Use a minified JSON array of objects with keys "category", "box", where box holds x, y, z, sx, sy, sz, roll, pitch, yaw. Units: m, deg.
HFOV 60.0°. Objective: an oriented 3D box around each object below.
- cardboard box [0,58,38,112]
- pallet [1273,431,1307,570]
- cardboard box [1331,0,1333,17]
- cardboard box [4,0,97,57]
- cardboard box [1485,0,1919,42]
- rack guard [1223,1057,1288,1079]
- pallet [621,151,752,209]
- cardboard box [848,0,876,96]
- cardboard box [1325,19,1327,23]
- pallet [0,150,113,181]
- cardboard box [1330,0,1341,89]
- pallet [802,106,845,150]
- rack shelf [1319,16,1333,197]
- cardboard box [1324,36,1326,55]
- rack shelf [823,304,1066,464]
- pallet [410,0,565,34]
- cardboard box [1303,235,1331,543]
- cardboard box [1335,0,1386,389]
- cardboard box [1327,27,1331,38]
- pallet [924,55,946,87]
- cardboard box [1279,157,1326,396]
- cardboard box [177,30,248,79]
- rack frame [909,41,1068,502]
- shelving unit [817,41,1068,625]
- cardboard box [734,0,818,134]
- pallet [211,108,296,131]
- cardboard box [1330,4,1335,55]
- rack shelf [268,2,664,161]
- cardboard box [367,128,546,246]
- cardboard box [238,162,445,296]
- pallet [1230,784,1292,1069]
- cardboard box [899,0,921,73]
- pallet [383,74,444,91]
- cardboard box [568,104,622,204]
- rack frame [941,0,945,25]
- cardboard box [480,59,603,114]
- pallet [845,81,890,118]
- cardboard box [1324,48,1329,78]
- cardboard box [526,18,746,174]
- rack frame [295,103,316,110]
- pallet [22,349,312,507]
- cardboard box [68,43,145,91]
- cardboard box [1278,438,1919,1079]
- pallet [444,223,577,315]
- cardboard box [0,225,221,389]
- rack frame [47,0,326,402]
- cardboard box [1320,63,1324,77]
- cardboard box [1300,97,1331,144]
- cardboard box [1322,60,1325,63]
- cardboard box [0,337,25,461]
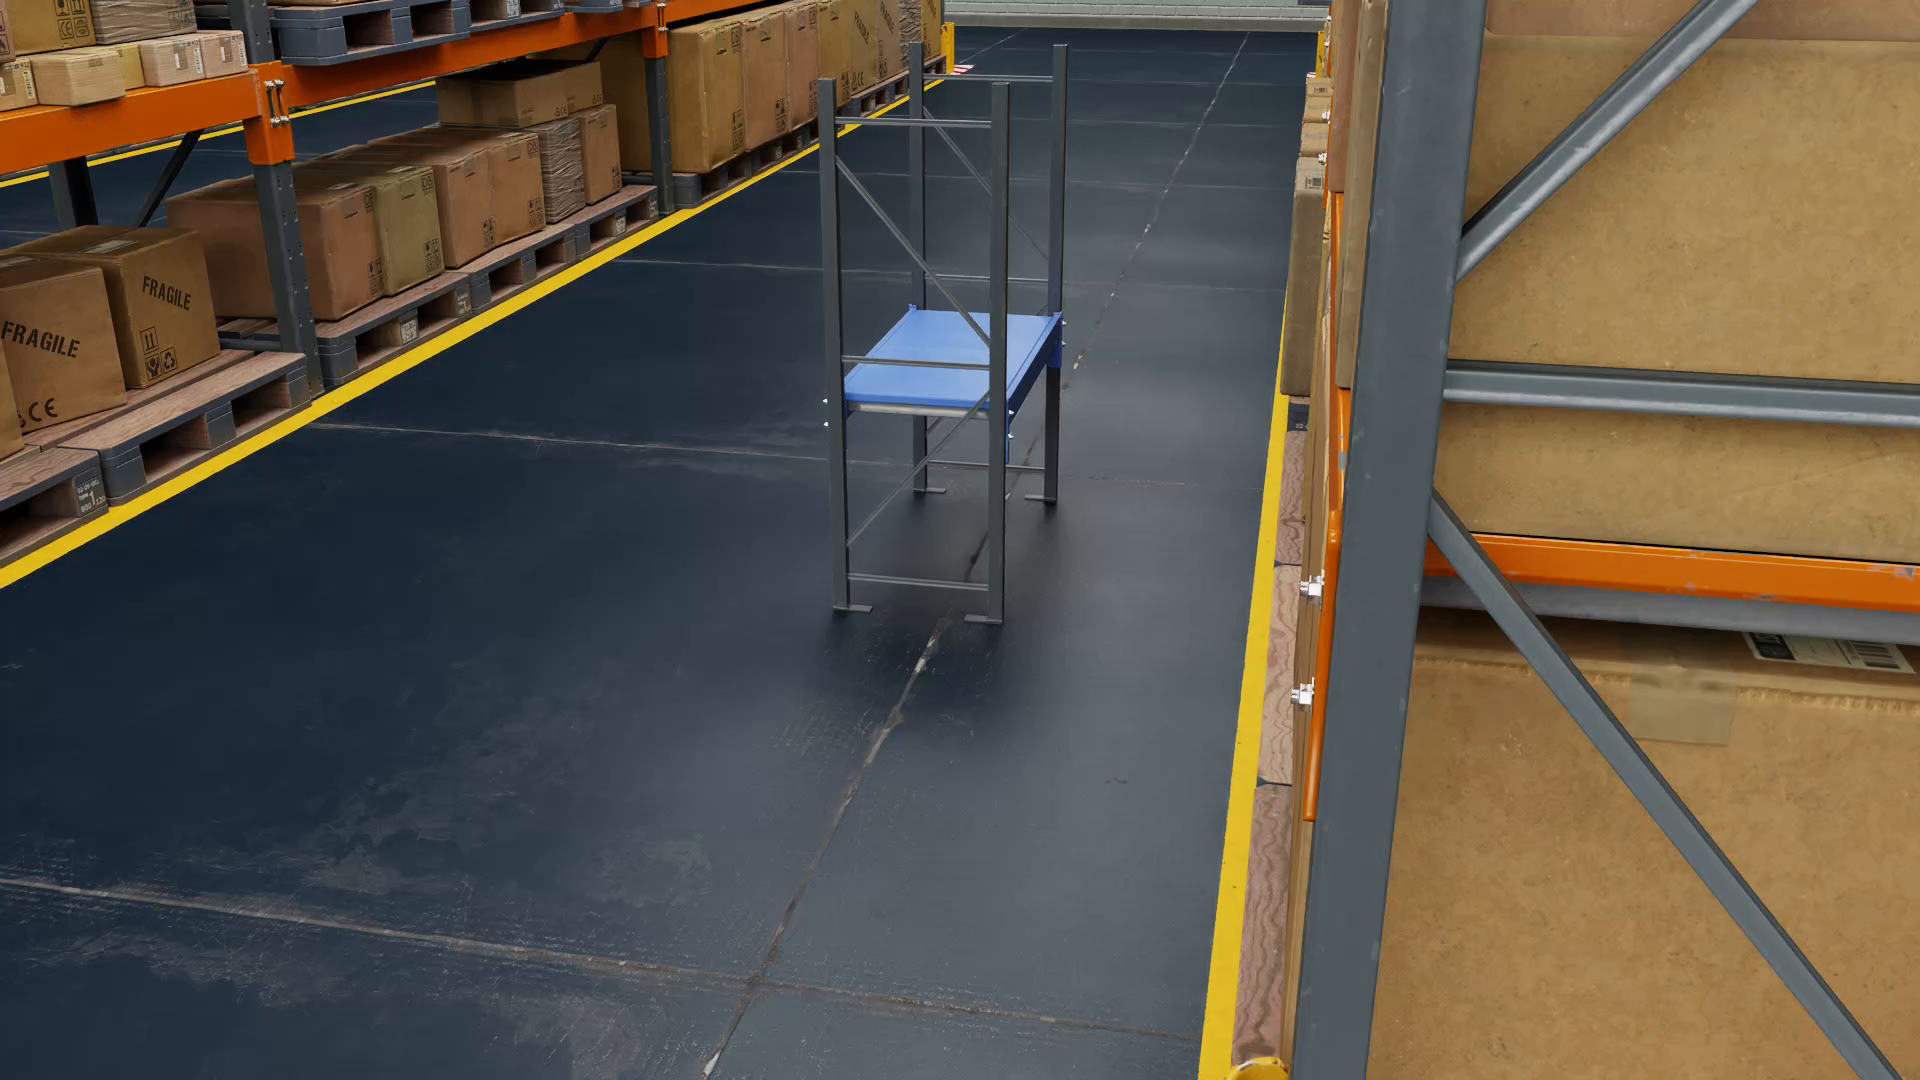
[{"category":"cardboard box","box":[-3.161,-1.430,5.226,0.380,0.149,0.250,4,22,11]},{"category":"pallet","box":[1.491,-0.026,5.136,1.003,0.211,1.213,4,22,11]},{"category":"cardboard box","box":[2.082,-2.771,8.085,0.500,0.500,0.500,4,22,10]},{"category":"cardboard box","box":[-3.401,-1.851,5.402,0.875,0.500,0.500,4,22,11]},{"category":"cardboard box","box":[1.020,-0.832,1.758,0.875,0.550,0.550,4,22,11]},{"category":"rack guard","box":[0.901,1.040,2.103,1.175,0.500,0.348,4,22,11]},{"category":"pallet","box":[-2.062,-2.459,11.176,1.003,0.211,1.213,4,22,11]},{"category":"cardboard box","box":[-1.267,-4.377,14.488,0.875,0.875,0.875,4,22,11]},{"category":"cardboard box","box":[3.732,-4.963,16.119,0.380,0.149,0.250,3,22,8]},{"category":"pallet","box":[-7.025,-2.845,12.136,1.003,0.211,1.213,4,22,11]},{"category":"cardboard box","box":[1.567,-1.849,5.796,0.500,0.500,0.500,4,22,11]},{"category":"pallet","box":[-1.564,-3.351,13.392,1.003,0.211,1.213,4,22,11]},{"category":"rack shelf","box":[2.131,-1.989,7.241,1.077,0.370,4.000,4,22,11]},{"category":"cardboard box","box":[3.367,-4.298,14.469,0.380,0.149,0.250,4,22,9]},{"category":"rack shelf","box":[-0.017,-0.498,5.063,0.538,0.185,1.000,4,22,11]},{"category":"pallet","box":[-2.660,-2.654,8.184,1.003,0.211,1.213,4,22,11]},{"category":"cardboard box","box":[1.345,-0.246,4.232,0.875,0.875,0.875,5,22,11]},{"category":"cardboard box","box":[1.028,-0.540,2.479,0.875,0.550,0.550,4,22,11]},{"category":"cardboard box","box":[2.839,-3.456,11.698,0.500,0.250,0.500,5,22,12]},{"category":"pallet","box":[-0.751,-4.803,16.998,1.003,0.211,1.213,4,22,11]},{"category":"cardboard box","box":[1.761,-0.977,6.213,1.050,0.750,0.750,4,22,11]},{"category":"cardboard box","box":[-2.869,-1.789,6.117,0.380,0.149,0.250,4,22,11]},{"category":"rack frame","box":[0.086,-0.850,5.458,0.500,1.500,0.032,4,22,11]},{"category":"shelving unit","box":[-0.017,-0.664,4.996,0.538,1.500,1.048,4,22,11]},{"category":"cardboard box","box":[-1.773,-3.579,12.508,1.225,0.875,0.875,4,22,9]},{"category":"pallet","box":[-6.527,-3.738,14.351,1.003,0.211,1.213,4,22,11]},{"category":"cardboard box","box":[1.773,-2.219,6.714,0.500,0.500,0.500,5,22,11]},{"category":"rack shelf","box":[-2.704,-2.404,8.272,1.077,0.370,4.000,4,22,11]},{"category":"cardboard box","box":[-2.623,-1.856,8.704,0.700,0.500,0.500,6,23,15]},{"category":"cardboard box","box":[-2.850,-1.447,7.689,0.700,0.500,0.500,4,22,11]},{"category":"pallet","box":[0.993,0.866,2.920,1.003,0.211,1.213,4,22,11]},{"category":"cardboard box","box":[-0.902,-5.032,16.114,0.875,0.875,0.875,4,22,11]},{"category":"pallet","box":[-5.970,-4.736,16.830,1.003,0.211,1.213,4,22,11]},{"category":"cardboard box","box":[-2.414,-2.268,9.726,0.700,0.500,0.500,3,22,8]},{"category":"rack frame","box":[-0.664,-6.395,17.218,1.000,3.000,0.127,4,22,11]},{"category":"cardboard box","box":[-2.404,-2.615,9.584,0.500,0.250,0.500,5,23,13]},{"category":"pallet","box":[-1.248,-3.911,14.782,1.003,0.211,1.213,4,22,11]},{"category":"cardboard box","box":[2.514,-2.893,10.302,0.500,0.250,0.500,5,22,12]},{"category":"cardboard box","box":[-2.135,-2.930,10.895,1.225,0.875,0.875,3,22,8]},{"category":"rack frame","box":[-6.329,-5.310,14.523,1.000,3.000,0.127,4,22,11]},{"category":"pallet","box":[-3.215,-0.465,6.225,1.003,0.211,1.213,4,22,11]},{"category":"cardboard box","box":[-3.039,-1.612,5.676,0.380,0.149,0.250,4,22,11]},{"category":"cardboard box","box":[0.980,0.409,2.605,0.875,0.875,0.875,5,22,11]},{"category":"pallet","box":[-2.708,-1.446,8.660,1.003,0.211,1.213,4,22,11]},{"category":"cardboard box","box":[-3.233,-0.899,6.354,0.500,0.500,0.500,4,22,9]},{"category":"rack frame","box":[-3.113,-2.007,6.321,1.000,3.000,0.127,4,22,11]},{"category":"cardboard box","box":[3.188,-3.866,13.795,0.380,0.149,0.250,4,22,9]},{"category":"cardboard box","box":[2.151,-1.670,7.934,1.050,0.750,0.750,5,22,12]},{"category":"cardboard box","box":[3.574,-4.407,15.535,0.380,0.149,0.250,5,22,12]},{"category":"cardboard box","box":[-3.393,-0.456,5.254,0.500,0.500,0.500,2,22,6]}]
